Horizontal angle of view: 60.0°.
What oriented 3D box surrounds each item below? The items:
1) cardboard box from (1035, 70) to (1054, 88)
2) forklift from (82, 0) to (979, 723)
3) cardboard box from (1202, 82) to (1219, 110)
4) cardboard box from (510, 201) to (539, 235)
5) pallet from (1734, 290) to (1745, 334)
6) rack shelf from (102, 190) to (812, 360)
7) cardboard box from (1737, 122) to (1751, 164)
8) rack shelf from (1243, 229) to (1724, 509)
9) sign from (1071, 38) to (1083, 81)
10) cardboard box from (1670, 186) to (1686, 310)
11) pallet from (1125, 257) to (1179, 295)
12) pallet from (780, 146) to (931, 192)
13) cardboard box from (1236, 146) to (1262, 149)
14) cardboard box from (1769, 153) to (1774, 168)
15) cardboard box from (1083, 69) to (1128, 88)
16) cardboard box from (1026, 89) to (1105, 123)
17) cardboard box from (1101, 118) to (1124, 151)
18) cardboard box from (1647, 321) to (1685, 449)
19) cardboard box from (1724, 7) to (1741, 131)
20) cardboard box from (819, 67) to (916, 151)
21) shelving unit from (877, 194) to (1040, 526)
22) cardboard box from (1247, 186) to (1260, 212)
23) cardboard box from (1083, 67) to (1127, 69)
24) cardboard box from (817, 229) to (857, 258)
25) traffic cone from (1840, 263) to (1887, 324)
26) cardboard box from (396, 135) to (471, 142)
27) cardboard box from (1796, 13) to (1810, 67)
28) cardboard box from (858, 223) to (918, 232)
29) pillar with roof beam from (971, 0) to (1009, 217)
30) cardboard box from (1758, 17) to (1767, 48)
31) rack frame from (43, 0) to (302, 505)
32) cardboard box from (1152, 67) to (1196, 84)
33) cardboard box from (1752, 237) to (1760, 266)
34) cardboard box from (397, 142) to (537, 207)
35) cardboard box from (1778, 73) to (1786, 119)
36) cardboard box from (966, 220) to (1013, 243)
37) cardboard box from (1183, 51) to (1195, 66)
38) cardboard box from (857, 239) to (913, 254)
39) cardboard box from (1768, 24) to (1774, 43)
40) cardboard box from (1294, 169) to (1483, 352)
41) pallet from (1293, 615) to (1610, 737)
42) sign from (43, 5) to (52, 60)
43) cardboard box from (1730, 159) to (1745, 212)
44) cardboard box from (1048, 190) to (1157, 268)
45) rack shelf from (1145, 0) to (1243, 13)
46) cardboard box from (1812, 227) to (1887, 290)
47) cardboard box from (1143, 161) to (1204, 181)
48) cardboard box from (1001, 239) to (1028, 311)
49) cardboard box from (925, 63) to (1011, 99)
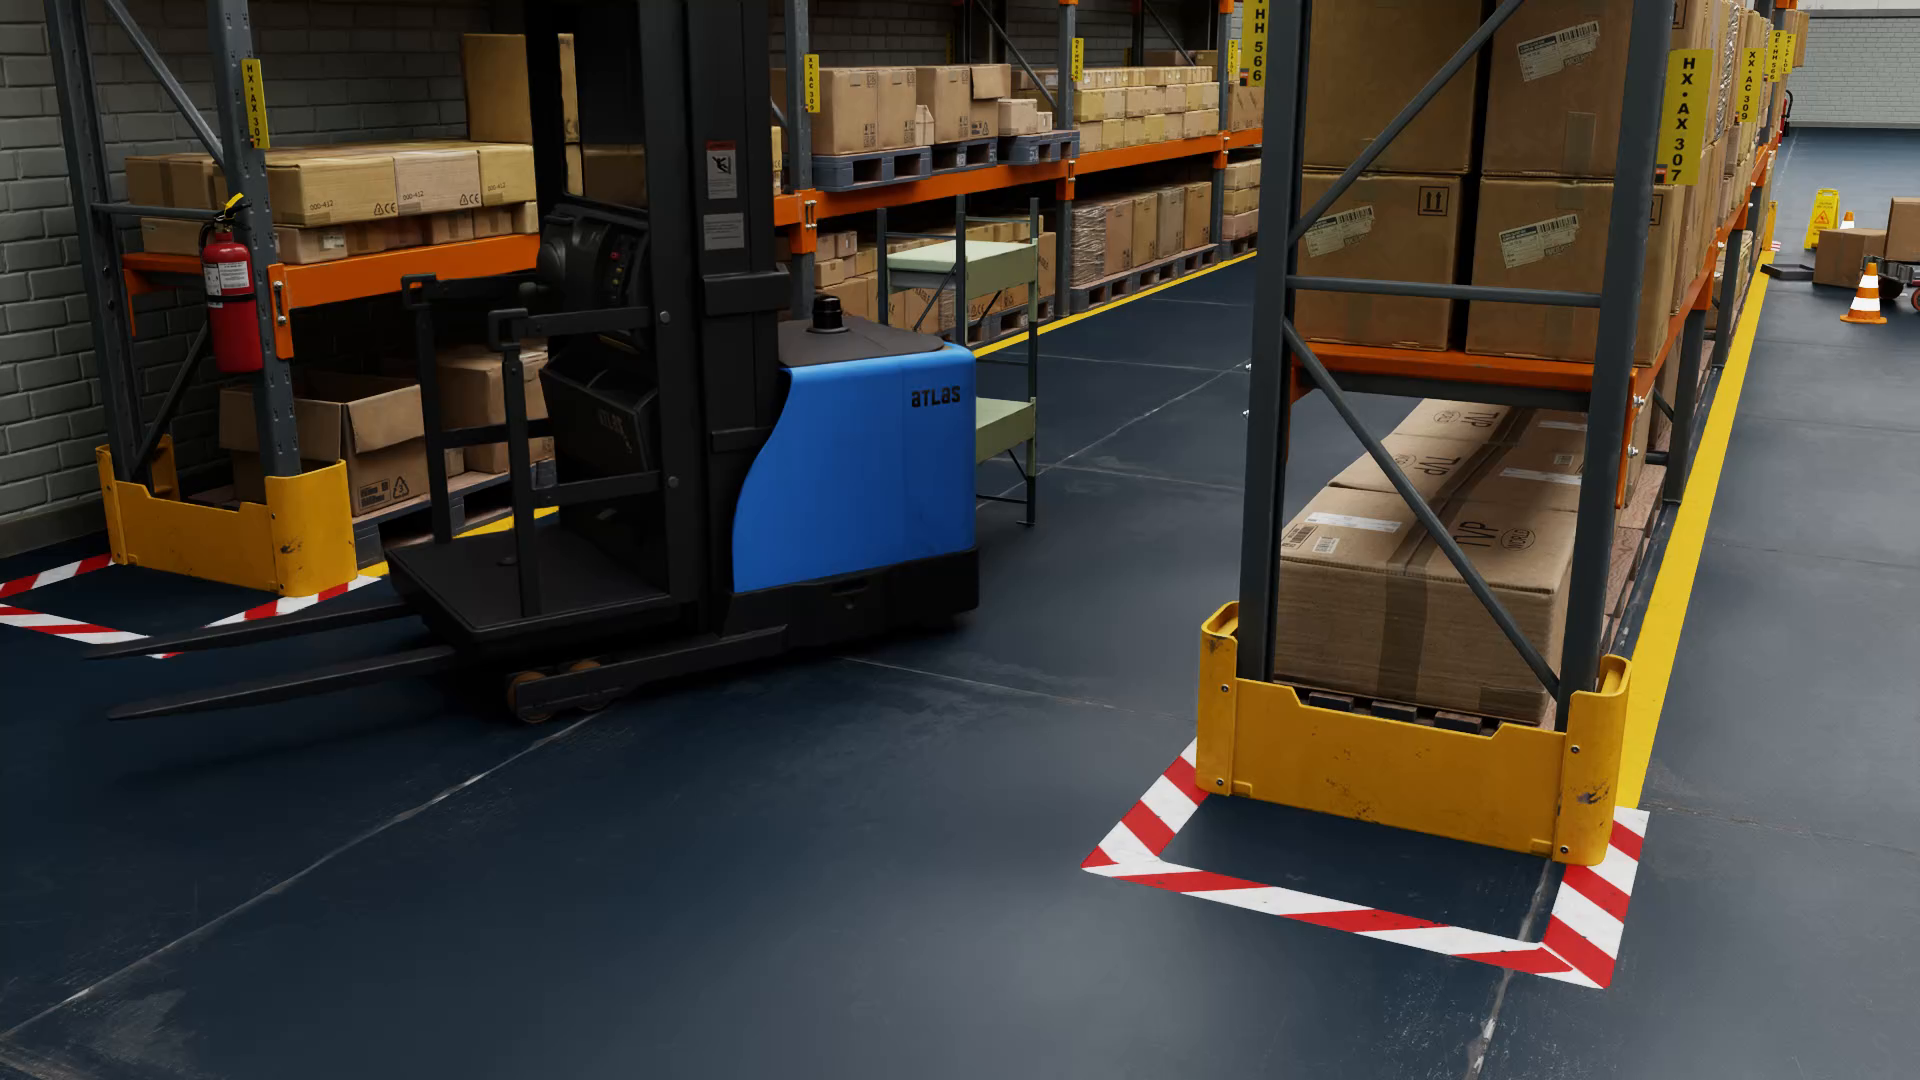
[{"bbox_3d":[0.584,-3.941,14.209,0.380,0.149,0.250,8,18,25],"label":"cardboard box"},{"bbox_3d":[-1.443,-0.971,5.647,3.031,2.935,1.130,-10,19,-31],"label":"forklift"},{"bbox_3d":[2.229,-4.363,16.332,0.500,0.250,0.500,8,18,24],"label":"cardboard box"},{"bbox_3d":[-2.130,-1.547,7.905,0.380,0.149,0.250,8,18,24],"label":"cardboard box"},{"bbox_3d":[5.771,-1.875,13.468,1.003,0.211,1.213,8,18,25],"label":"pallet"},{"bbox_3d":[-2.249,-1.461,8.439,1.077,0.370,4.000,8,18,25],"label":"rack shelf"},{"bbox_3d":[3.993,-2.190,9.016,0.500,0.250,0.500,8,18,26],"label":"cardboard box"},{"bbox_3d":[2.193,-0.830,6.316,1.077,0.370,4.000,8,18,25],"label":"rack shelf"},{"bbox_3d":[0.922,-3.785,13.104,0.100,0.325,0.005,8,18,25],"label":"sign"},{"bbox_3d":[1.972,-0.932,5.218,0.500,0.500,0.500,8,18,25],"label":"cardboard box"},{"bbox_3d":[1.381,-2.512,15.610,1.003,0.211,1.213,8,18,25],"label":"pallet"},{"bbox_3d":[-0.901,-2.413,10.717,1.003,0.211,1.213,8,18,25],"label":"pallet"},{"bbox_3d":[3.623,-4.636,20.201,0.500,0.250,0.500,8,18,25],"label":"cardboard box"},{"bbox_3d":[7.986,-3.825,16.770,0.380,0.149,0.250,9,19,28],"label":"cardboard box"},{"bbox_3d":[1.239,-4.010,14.441,0.380,0.149,0.250,8,18,26],"label":"cardboard box"},{"bbox_3d":[0.871,-3.581,13.697,0.500,0.250,0.500,8,18,25],"label":"cardboard box"},{"bbox_3d":[1.078,-3.472,14.208,0.500,0.250,0.500,8,18,24],"label":"cardboard box"},{"bbox_3d":[3.292,-1.036,8.737,0.875,0.875,0.875,9,19,27],"label":"cardboard box"},{"bbox_3d":[2.889,-1.928,6.817,0.500,0.500,0.500,8,18,25],"label":"cardboard box"},{"bbox_3d":[-0.708,-2.791,10.740,0.700,0.500,0.500,8,18,26],"label":"cardboard box"},{"bbox_3d":[0.003,-0.721,7.317,0.431,1.500,0.755,8,18,25],"label":"shelving unit"},{"bbox_3d":[2.935,-3.688,17.888,0.500,0.250,0.500,8,18,25],"label":"cardboard box"},{"bbox_3d":[1.362,-4.397,15.744,0.380,0.149,0.250,8,18,25],"label":"cardboard box"},{"bbox_3d":[-0.884,-1.902,10.650,0.380,0.149,0.250,7,18,23],"label":"cardboard box"},{"bbox_3d":[7.360,-2.012,13.487,0.336,0.463,0.334,8,18,25],"label":"traffic cone"},{"bbox_3d":[-2.484,-1.908,8.421,0.500,0.250,0.500,8,18,25],"label":"cardboard box"},{"bbox_3d":[8.047,-4.982,16.577,0.700,0.500,0.500,8,18,25],"label":"cardboard box"},{"bbox_3d":[-0.540,-2.287,12.470,0.380,0.149,0.250,8,18,24],"label":"cardboard box"},{"bbox_3d":[4.060,-6.109,12.288,9.100,9.000,0.400,8,18,25],"label":"pillar with roof beam"},{"bbox_3d":[4.427,-2.808,9.780,0.500,0.500,0.500,8,18,25],"label":"cardboard box"},{"bbox_3d":[-3.143,-1.296,6.621,1.000,3.000,0.127,8,18,25],"label":"rack frame"},{"bbox_3d":[2.011,-4.389,15.719,0.380,0.149,0.250,7,18,24],"label":"cardboard box"},{"bbox_3d":[7.167,-2.722,15.511,0.500,0.250,0.500,7,18,23],"label":"cardboard box"},{"bbox_3d":[-2.250,-1.706,7.742,0.500,0.250,0.500,8,18,24],"label":"cardboard box"},{"bbox_3d":[7.998,-4.505,16.724,0.500,0.500,0.500,8,18,25],"label":"cardboard box"},{"bbox_3d":[0.187,-2.355,12.699,0.380,0.149,0.250,7,18,24],"label":"cardboard box"},{"bbox_3d":[2.241,-5.033,17.364,0.380,0.149,0.250,8,18,24],"label":"cardboard box"},{"bbox_3d":[-0.543,-1.964,11.384,0.380,0.149,0.250,8,18,25],"label":"cardboard box"},{"bbox_3d":[6.260,-4.029,13.246,0.380,0.149,0.250,7,18,23],"label":"cardboard box"},{"bbox_3d":[1.278,-0.870,5.011,0.500,0.500,0.500,8,18,26],"label":"cardboard box"},{"bbox_3d":[1.587,0.457,5.614,1.003,0.211,1.213,8,18,25],"label":"pallet"},{"bbox_3d":[-3.630,-2.079,6.666,0.100,0.325,0.005,8,18,25],"label":"sign"},{"bbox_3d":[3.993,-1.952,9.091,0.500,0.250,0.500,8,18,25],"label":"cardboard box"},{"bbox_3d":[1.309,-2.893,15.430,0.875,0.625,0.625,7,18,23],"label":"cardboard box"},{"bbox_3d":[3.113,-5.956,18.303,1.077,0.370,4.000,8,18,25],"label":"rack shelf"},{"bbox_3d":[8.358,-2.625,15.481,0.500,0.500,0.500,-7,18,-22],"label":"cardboard box"},{"bbox_3d":[2.266,-3.866,17.606,0.500,0.250,0.500,9,19,26],"label":"cardboard box"},{"bbox_3d":[0.202,-2.076,12.898,0.500,0.500,0.500,8,18,25],"label":"cardboard box"},{"bbox_3d":[0.062,-3.472,13.033,0.500,0.500,0.500,9,19,28],"label":"cardboard box"}]
